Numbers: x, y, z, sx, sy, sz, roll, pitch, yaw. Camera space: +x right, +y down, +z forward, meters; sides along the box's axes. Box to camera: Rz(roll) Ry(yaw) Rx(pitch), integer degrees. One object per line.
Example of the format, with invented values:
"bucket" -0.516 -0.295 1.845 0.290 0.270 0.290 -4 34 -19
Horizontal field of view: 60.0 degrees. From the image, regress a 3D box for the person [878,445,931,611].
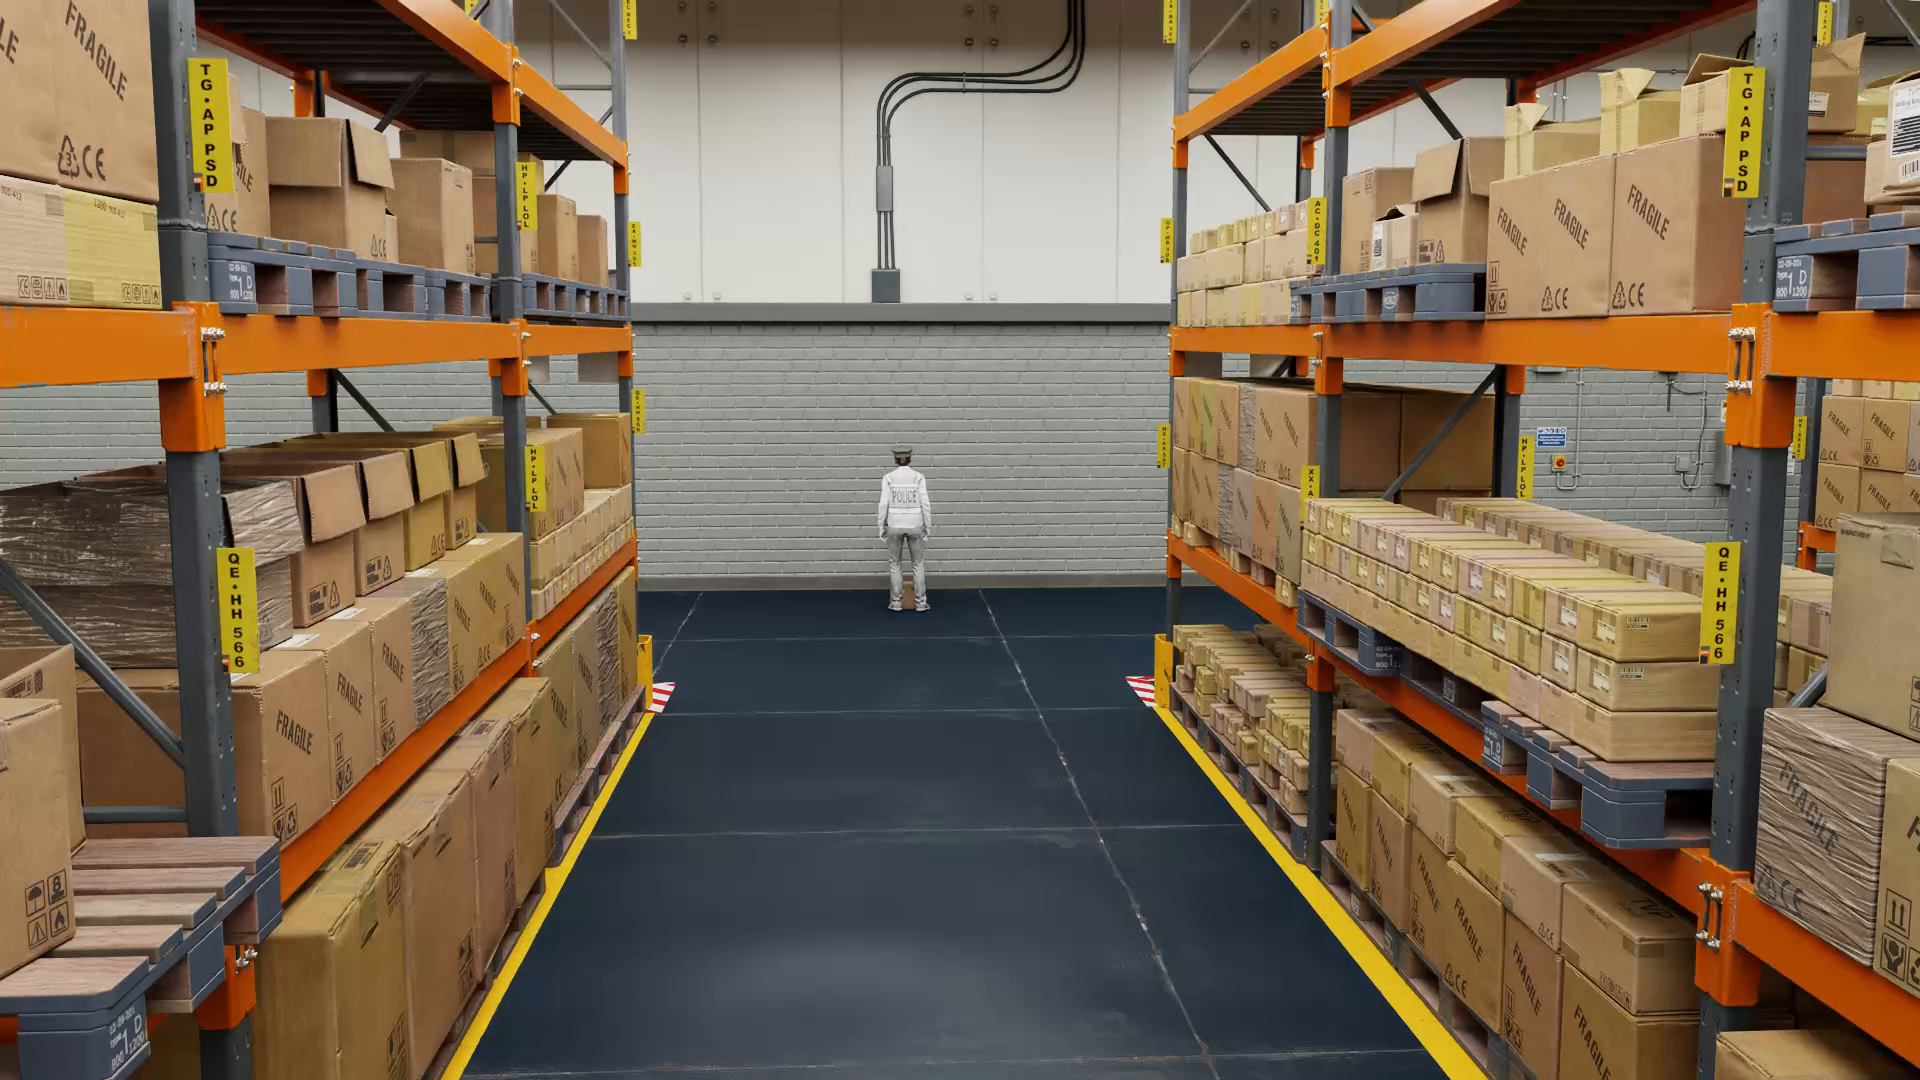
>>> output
"person" -0.555 -0.113 16.658 0.530 1.663 0.405 0 7 -3
